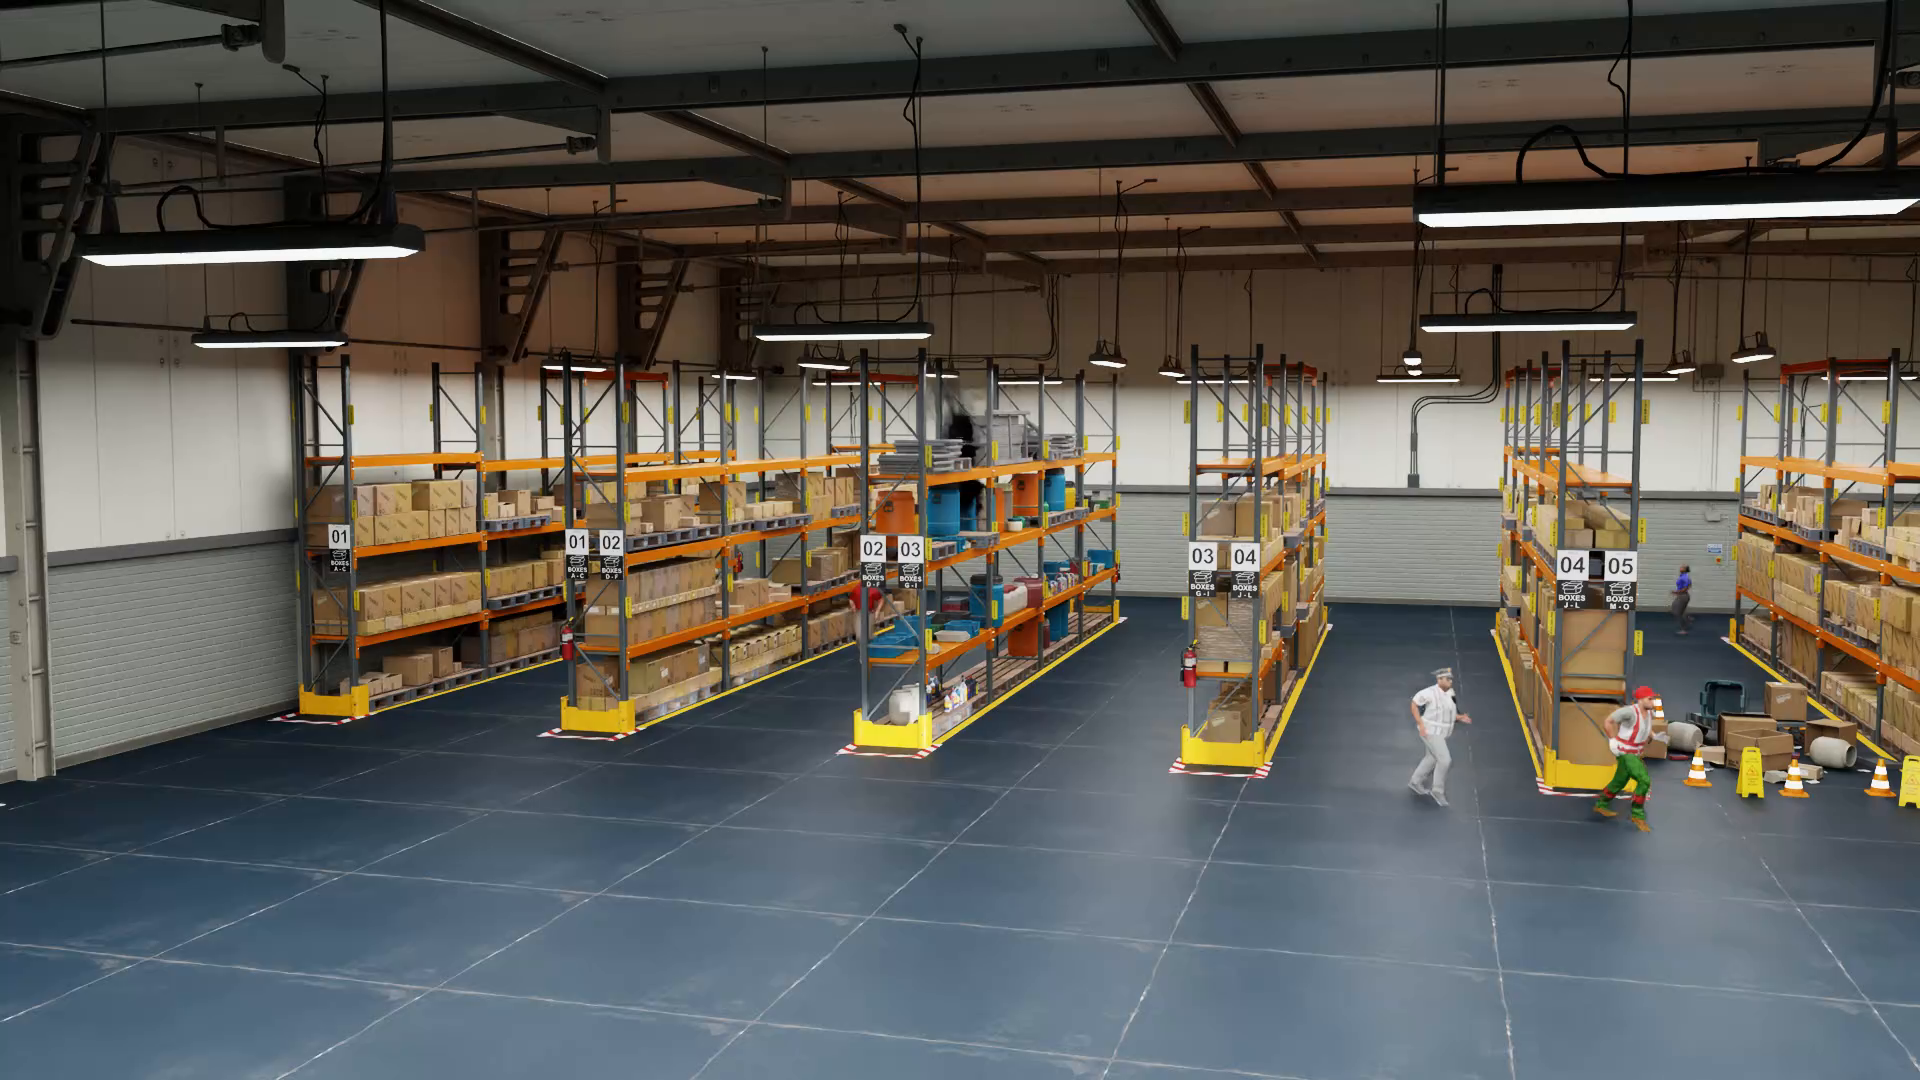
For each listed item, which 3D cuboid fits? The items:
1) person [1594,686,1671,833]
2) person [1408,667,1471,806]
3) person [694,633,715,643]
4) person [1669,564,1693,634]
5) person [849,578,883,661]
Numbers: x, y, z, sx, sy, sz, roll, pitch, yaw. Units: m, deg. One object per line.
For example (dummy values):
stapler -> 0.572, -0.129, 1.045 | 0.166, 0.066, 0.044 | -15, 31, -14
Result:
person -> 8.117, 2.630, 20.237 | 0.671, 1.776, 0.911 | -3, 5, -36
person -> 6.178, 2.539, 21.541 | 0.592, 1.834, 0.883 | -4, 6, -43
person -> -5.397, 1.545, 34.745 | 0.702, 1.726, 0.598 | 1, 5, 19
person -> 16.544, 1.343, 38.145 | 0.553, 1.617, 0.570 | 1, 4, 18
person -> -1.835, 1.482, 32.051 | 0.665, 1.687, 0.577 | 1, 4, 10
